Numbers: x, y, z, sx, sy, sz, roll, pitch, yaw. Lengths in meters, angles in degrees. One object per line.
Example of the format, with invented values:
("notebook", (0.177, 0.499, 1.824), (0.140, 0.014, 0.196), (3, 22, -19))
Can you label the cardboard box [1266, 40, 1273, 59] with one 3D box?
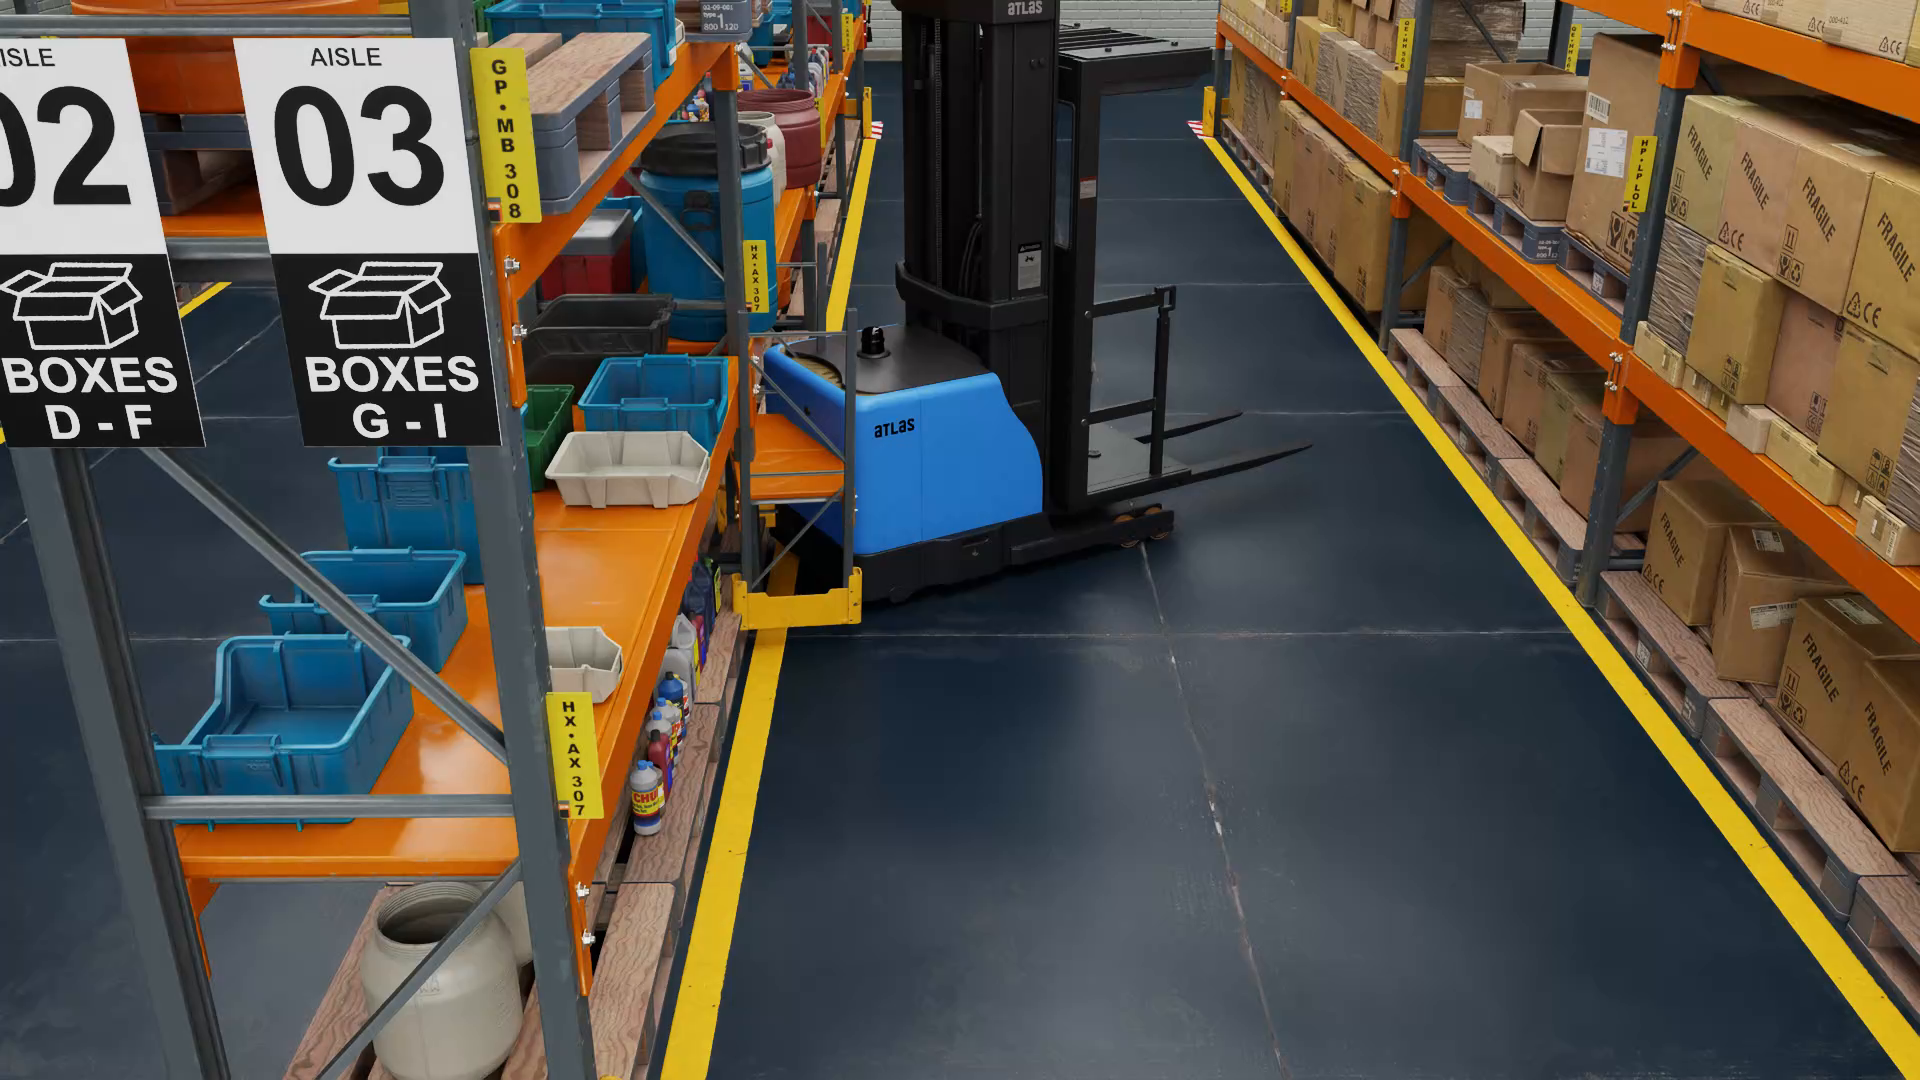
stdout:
("cardboard box", (3.078, -4.579, 15.539), (0.380, 0.149, 0.250), (-1, 24, -1))

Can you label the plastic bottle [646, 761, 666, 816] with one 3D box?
("plastic bottle", (-1.117, 0.893, 5.997), (0.097, 0.201, 0.097), (0, 24, 0))

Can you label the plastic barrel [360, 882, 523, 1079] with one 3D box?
("plastic barrel", (-1.491, 1.281, 4.787), (0.421, 0.512, 0.421), (0, 24, 0))

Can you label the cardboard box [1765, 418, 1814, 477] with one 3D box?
("cardboard box", (3.241, -0.342, 6.170), (0.380, 0.149, 0.250), (0, 24, -1))

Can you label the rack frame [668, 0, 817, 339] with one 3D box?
("rack frame", (-1.495, -2.687, 11.051), (1.000, 3.000, 0.127), (0, 24, -1))

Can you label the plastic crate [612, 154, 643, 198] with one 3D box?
("plastic crate", (-1.783, -2.049, 9.562), (0.402, 0.464, 0.583), (0, 24, -1))

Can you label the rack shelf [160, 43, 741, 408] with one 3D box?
("rack shelf", (-1.429, -1.253, 5.114), (1.077, 0.370, 4.000), (0, 24, -1))

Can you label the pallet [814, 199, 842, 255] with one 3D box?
("pallet", (-1.572, -2.746, 14.566), (1.003, 0.211, 1.213), (0, 24, -1))

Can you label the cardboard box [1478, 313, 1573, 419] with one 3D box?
("cardboard box", (3.517, -1.033, 9.893), (0.700, 0.500, 0.500), (2, 24, 4))

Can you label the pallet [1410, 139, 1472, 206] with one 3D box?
("pallet", (3.572, -2.329, 10.491), (1.213, 0.211, 1.003), (0, 24, -1))

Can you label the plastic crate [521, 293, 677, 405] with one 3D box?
("plastic crate", (-1.573, -0.794, 6.941), (0.767, 0.338, 0.504), (0, 24, -1))

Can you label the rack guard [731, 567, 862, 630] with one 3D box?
("rack guard", (-0.744, 0.267, 7.586), (0.587, 0.250, 0.087), (-3, 26, -11))

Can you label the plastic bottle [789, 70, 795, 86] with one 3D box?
("plastic bottle", (-1.322, -3.598, 13.221), (0.097, 0.271, 0.097), (0, 24, 0))

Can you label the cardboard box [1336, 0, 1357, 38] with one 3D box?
("cardboard box", (3.425, -4.314, 13.310), (0.797, 0.503, 0.637), (0, 24, 0))

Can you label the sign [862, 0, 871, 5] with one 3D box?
("sign", (-1.032, -6.067, 18.326), (0.100, 0.325, 0.005), (0, 24, -1))

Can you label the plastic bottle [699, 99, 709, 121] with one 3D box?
("plastic bottle", (-1.919, -3.185, 12.393), (0.097, 0.201, 0.097), (0, 24, 0))

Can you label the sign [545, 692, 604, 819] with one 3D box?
("sign", (-0.857, 0.483, 3.707), (0.100, 0.325, 0.005), (0, 24, -1))

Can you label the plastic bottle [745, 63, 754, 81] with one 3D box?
("plastic bottle", (-1.786, -3.910, 13.996), (0.097, 0.201, 0.097), (0, 24, 0))

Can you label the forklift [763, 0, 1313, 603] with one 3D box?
("forklift", (0.533, -1.468, 8.440), (3.031, 2.935, 1.130), (-14, 28, -28))

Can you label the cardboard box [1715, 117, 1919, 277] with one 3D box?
("cardboard box", (3.259, -1.305, 6.300), (0.500, 0.500, 0.500), (0, 24, -1))

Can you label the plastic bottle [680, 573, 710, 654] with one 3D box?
("plastic bottle", (-1.154, 0.311, 7.103), (0.144, 0.351, 0.185), (-1, 24, -3))

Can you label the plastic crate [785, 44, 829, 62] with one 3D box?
("plastic crate", (-1.401, -4.435, 15.163), (0.396, 0.136, 0.243), (0, 24, -1))

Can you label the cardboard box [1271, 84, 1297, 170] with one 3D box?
("cardboard box", (3.487, -3.853, 15.698), (0.875, 0.875, 0.875), (0, 24, -1))

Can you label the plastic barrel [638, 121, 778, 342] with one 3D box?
("plastic barrel", (-1.152, -1.428, 7.658), (0.600, 0.901, 0.708), (0, 24, -1))

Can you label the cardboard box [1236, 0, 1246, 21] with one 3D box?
("cardboard box", (3.120, -5.453, 16.987), (0.500, 0.250, 0.500), (-1, 24, -2))

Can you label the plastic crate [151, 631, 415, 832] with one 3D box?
("plastic crate", (-1.712, 0.472, 4.246), (0.499, 0.251, 0.616), (0, 24, -1))

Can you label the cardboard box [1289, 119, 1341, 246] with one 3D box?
("cardboard box", (3.452, -2.949, 13.699), (1.225, 0.875, 0.875), (-1, 24, -2))

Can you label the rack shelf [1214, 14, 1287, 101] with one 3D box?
("rack shelf", (3.392, -4.854, 16.715), (1.077, 0.370, 4.000), (0, 24, -1))

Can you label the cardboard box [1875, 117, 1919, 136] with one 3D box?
("cardboard box", (3.788, -1.307, 6.305), (0.500, 0.500, 0.500), (0, 24, -1))

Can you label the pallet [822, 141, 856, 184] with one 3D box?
("pallet", (-1.601, -3.871, 17.054), (1.003, 0.211, 1.213), (0, 24, -1))

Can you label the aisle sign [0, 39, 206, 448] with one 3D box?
("aisle sign", (-1.704, -0.544, 3.158), (0.394, 0.787, 0.004), (0, 24, -1))

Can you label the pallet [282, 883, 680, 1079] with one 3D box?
("pallet", (-1.459, 1.514, 5.146), (1.003, 0.211, 1.213), (0, 24, -1))

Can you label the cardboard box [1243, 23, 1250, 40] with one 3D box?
("cardboard box", (3.063, -5.110, 16.712), (0.380, 0.149, 0.250), (-1, 24, -2))

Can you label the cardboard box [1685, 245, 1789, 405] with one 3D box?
("cardboard box", (3.415, -0.850, 6.507), (0.875, 0.500, 0.500), (0, 24, -1))

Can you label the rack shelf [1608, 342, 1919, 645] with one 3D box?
("rack shelf", (3.523, 0.091, 5.782), (1.077, 0.370, 4.000), (0, 24, -1))

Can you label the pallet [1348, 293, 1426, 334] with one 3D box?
("pallet", (3.525, -1.764, 12.394), (1.003, 0.211, 1.213), (0, 24, -1))

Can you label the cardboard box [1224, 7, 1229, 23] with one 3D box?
("cardboard box", (3.049, -5.638, 17.880), (0.380, 0.149, 0.250), (-1, 24, -1))

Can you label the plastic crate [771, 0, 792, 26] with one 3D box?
("plastic crate", (-1.901, -5.560, 17.534), (0.416, 0.233, 0.300), (0, 24, -1))

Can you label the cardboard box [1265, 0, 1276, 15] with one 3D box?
("cardboard box", (3.141, -5.161, 15.432), (0.500, 0.500, 0.500), (0, 24, 0))

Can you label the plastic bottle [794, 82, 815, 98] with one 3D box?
("plastic bottle", (-1.191, -3.382, 12.737), (0.152, 0.276, 0.135), (0, 24, -1))

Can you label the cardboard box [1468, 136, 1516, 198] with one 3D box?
("cardboard box", (3.246, -2.141, 9.515), (0.500, 0.250, 0.500), (-1, 24, -2))

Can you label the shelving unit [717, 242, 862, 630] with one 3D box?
("shelving unit", (-0.814, -0.511, 7.752), (0.587, 1.500, 1.083), (-3, 26, -11))

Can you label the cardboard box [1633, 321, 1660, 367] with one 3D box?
("cardboard box", (3.203, -0.857, 7.309), (0.380, 0.149, 0.250), (0, 24, -1))

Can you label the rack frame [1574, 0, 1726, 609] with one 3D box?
("rack frame", (3.502, -1.061, 7.456), (1.000, 3.000, 0.127), (0, 24, -1))

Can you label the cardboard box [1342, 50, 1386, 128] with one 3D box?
("cardboard box", (3.196, -3.376, 12.454), (0.500, 0.500, 0.500), (-1, 24, -2))

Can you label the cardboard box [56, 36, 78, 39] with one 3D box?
("cardboard box", (-6.387, -3.540, 12.306), (0.700, 0.500, 0.500), (4, 25, 9))

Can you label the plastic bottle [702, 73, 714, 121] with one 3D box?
("plastic bottle", (-1.898, -3.366, 12.612), (0.144, 0.351, 0.185), (0, 24, -1))

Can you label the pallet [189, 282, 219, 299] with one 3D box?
("pallet", (-6.429, -2.205, 13.369), (1.003, 0.211, 1.213), (0, 24, -1))

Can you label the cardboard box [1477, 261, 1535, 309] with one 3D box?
("cardboard box", (3.511, -1.618, 10.277), (0.500, 0.250, 0.500), (2, 24, 5))

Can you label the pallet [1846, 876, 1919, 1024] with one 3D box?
("pallet", (3.571, 1.492, 5.196), (1.003, 0.211, 1.213), (0, 24, -1))

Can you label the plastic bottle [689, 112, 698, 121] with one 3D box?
("plastic bottle", (-1.912, -2.944, 11.860), (0.097, 0.201, 0.097), (0, 24, 0))

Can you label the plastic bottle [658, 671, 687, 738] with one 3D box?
("plastic bottle", (-1.123, 0.638, 6.477), (0.097, 0.271, 0.097), (0, 24, 0))

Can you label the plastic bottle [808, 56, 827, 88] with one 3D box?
("plastic bottle", (-1.207, -3.967, 14.032), (0.152, 0.276, 0.135), (0, 24, -1))
